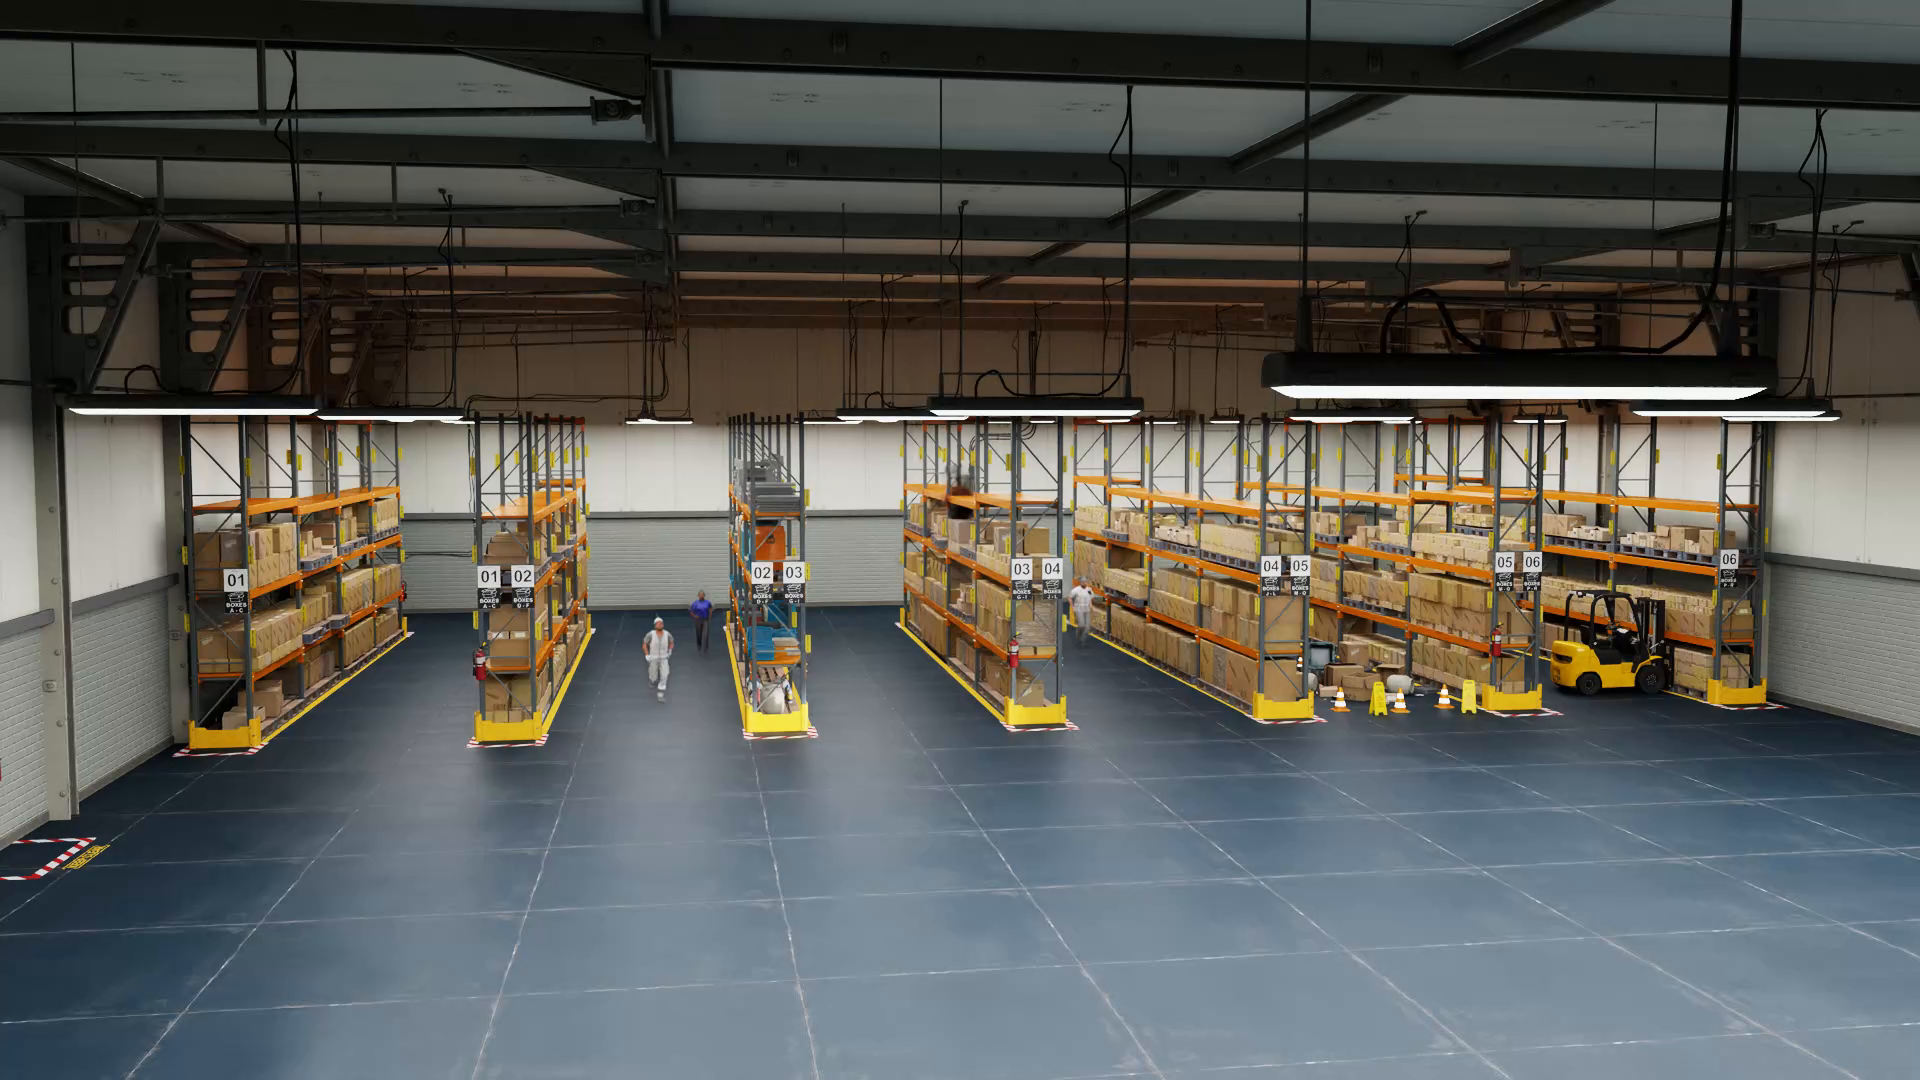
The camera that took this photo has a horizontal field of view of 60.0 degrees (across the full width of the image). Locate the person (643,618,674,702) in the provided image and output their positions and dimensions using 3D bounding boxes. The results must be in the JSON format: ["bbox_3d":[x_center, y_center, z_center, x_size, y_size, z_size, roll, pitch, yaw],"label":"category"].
[{"bbox_3d":[-6.320,2.494,34.923,0.659,1.729,0.720,-1,4,-16],"label":"person"}]

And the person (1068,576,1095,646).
[{"bbox_3d":[3.070,1.759,41.272,0.665,1.751,0.561,-1,4,-16],"label":"person"}]

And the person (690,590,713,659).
[{"bbox_3d":[-6.439,2.081,41.490,0.583,1.659,0.898,-1,4,-13],"label":"person"}]
